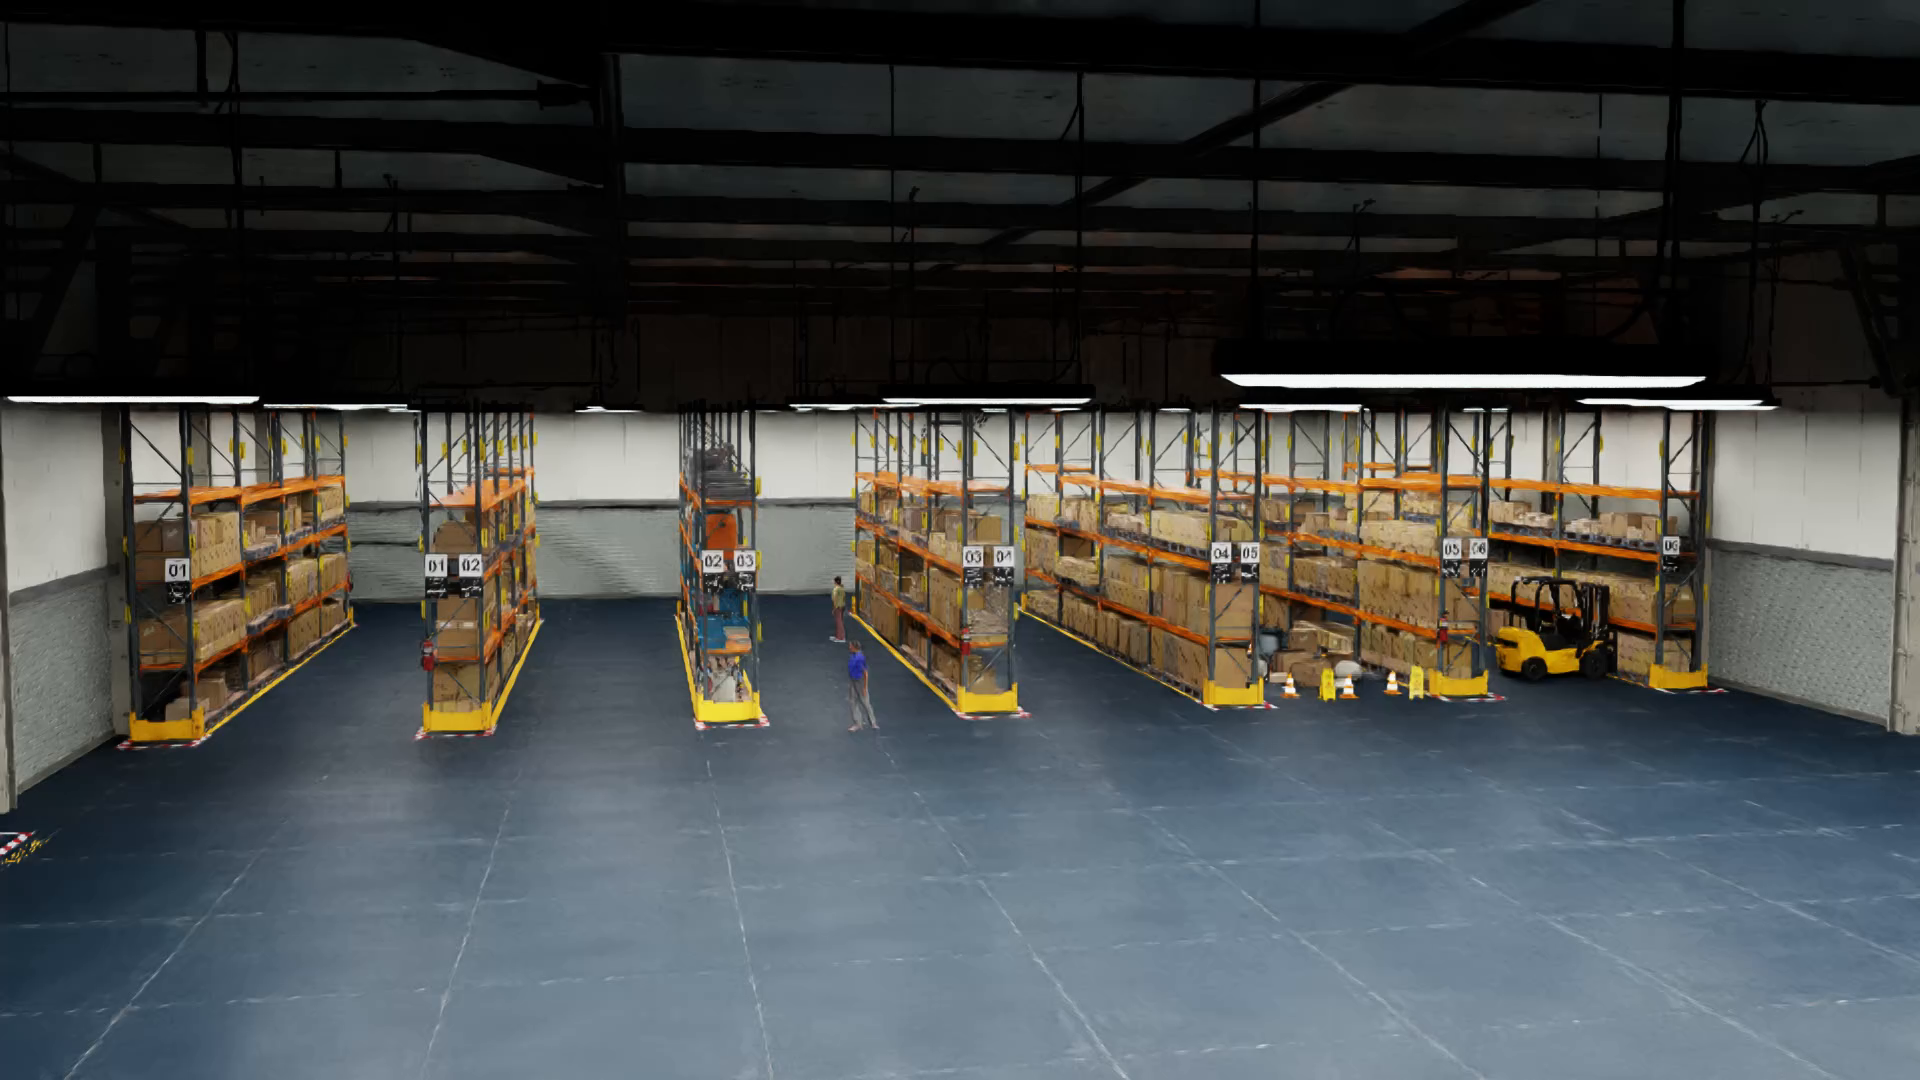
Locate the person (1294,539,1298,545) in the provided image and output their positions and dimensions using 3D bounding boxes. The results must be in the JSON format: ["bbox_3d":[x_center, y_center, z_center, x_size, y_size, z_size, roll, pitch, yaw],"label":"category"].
[{"bbox_3d":[10.905,0.782,53.852,0.569,1.780,0.599,3,5,35],"label":"person"}]

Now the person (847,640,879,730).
[{"bbox_3d":[-1.782,2.627,30.247,0.520,1.647,0.568,-3,5,-38],"label":"person"}]

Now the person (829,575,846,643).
[{"bbox_3d":[-3.093,1.776,41.803,0.569,1.554,0.560,2,5,21],"label":"person"}]
